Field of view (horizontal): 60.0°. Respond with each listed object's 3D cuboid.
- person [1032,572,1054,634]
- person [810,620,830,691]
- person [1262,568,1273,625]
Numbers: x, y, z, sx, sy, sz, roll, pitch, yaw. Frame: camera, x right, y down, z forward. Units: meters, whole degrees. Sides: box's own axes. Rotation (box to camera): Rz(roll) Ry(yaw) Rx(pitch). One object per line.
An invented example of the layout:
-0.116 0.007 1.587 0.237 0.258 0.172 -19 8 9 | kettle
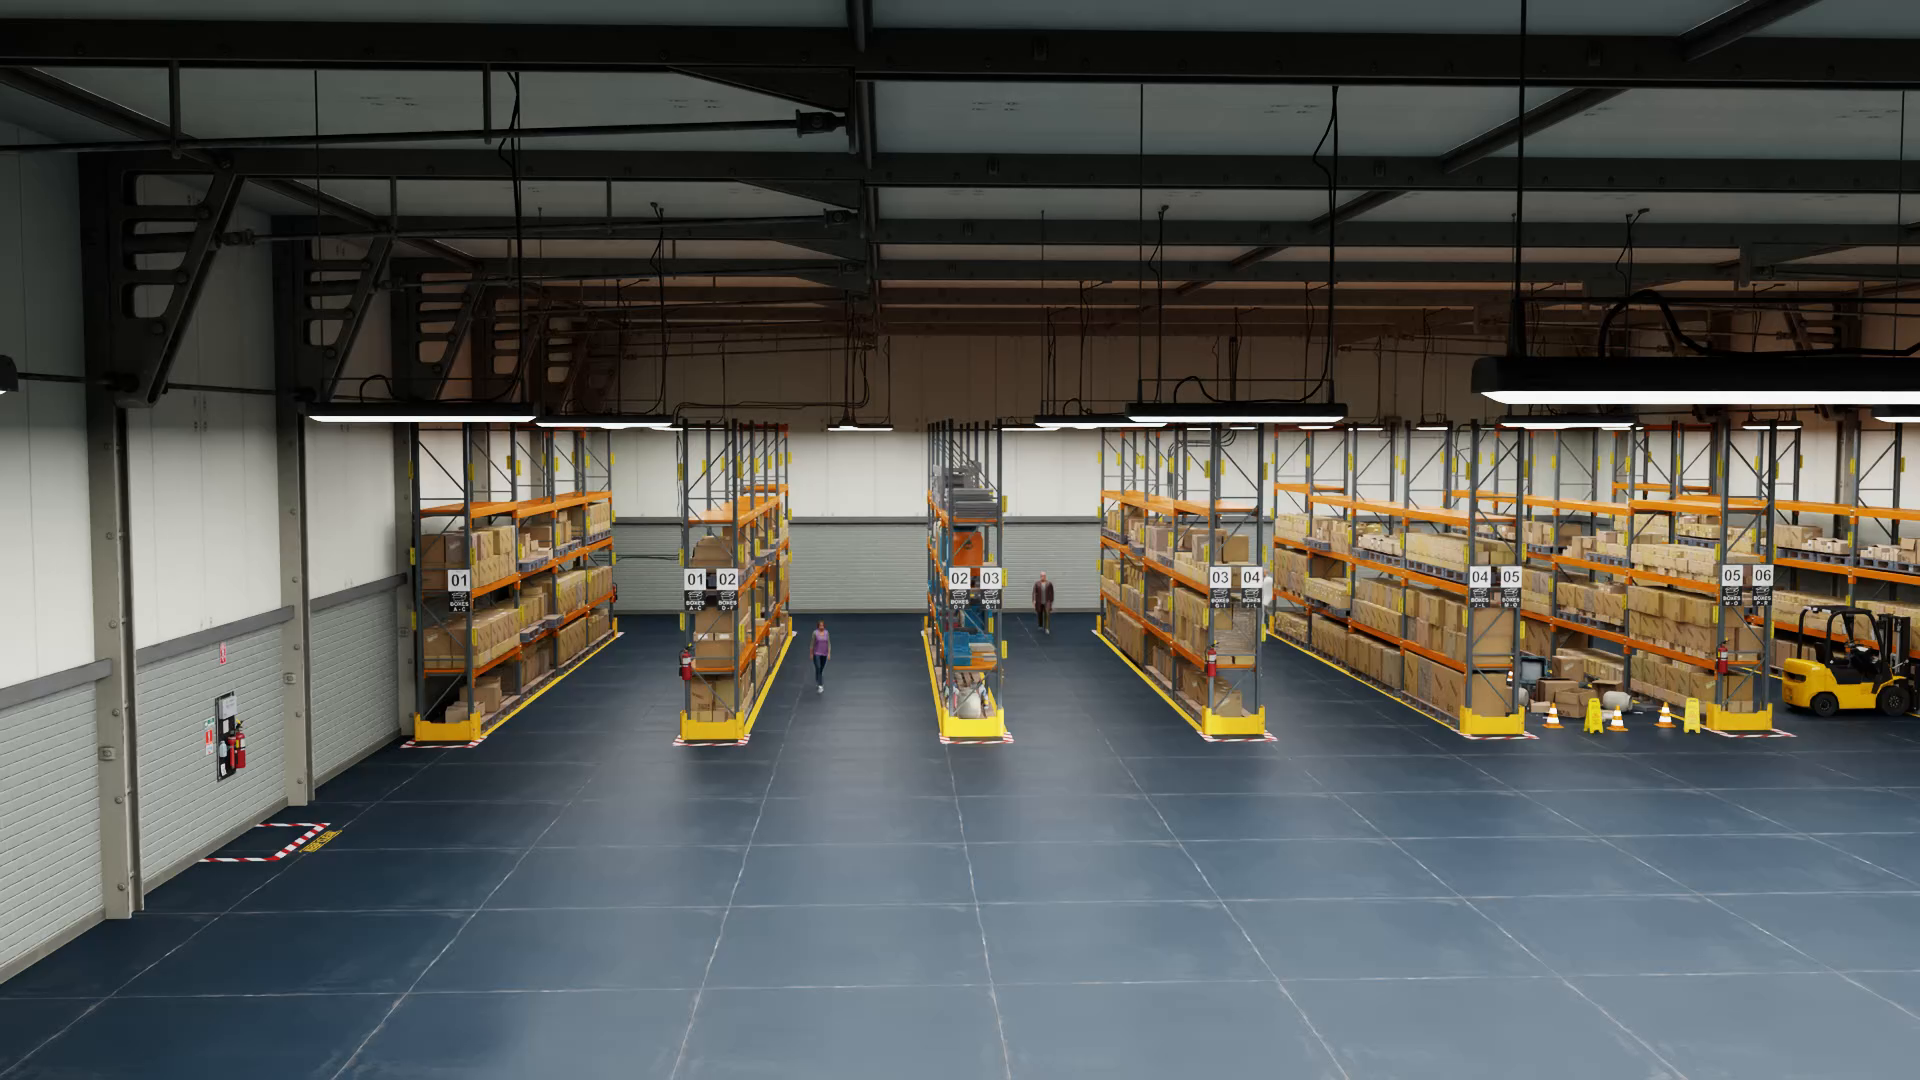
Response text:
2.387 1.786 47.683 0.642 1.713 1.141 0 4 0 | person
-3.102 2.572 37.043 0.437 1.508 0.920 -2 4 -29 | person
8.999 1.700 49.027 0.999 1.745 0.600 -3 5 -37 | person
